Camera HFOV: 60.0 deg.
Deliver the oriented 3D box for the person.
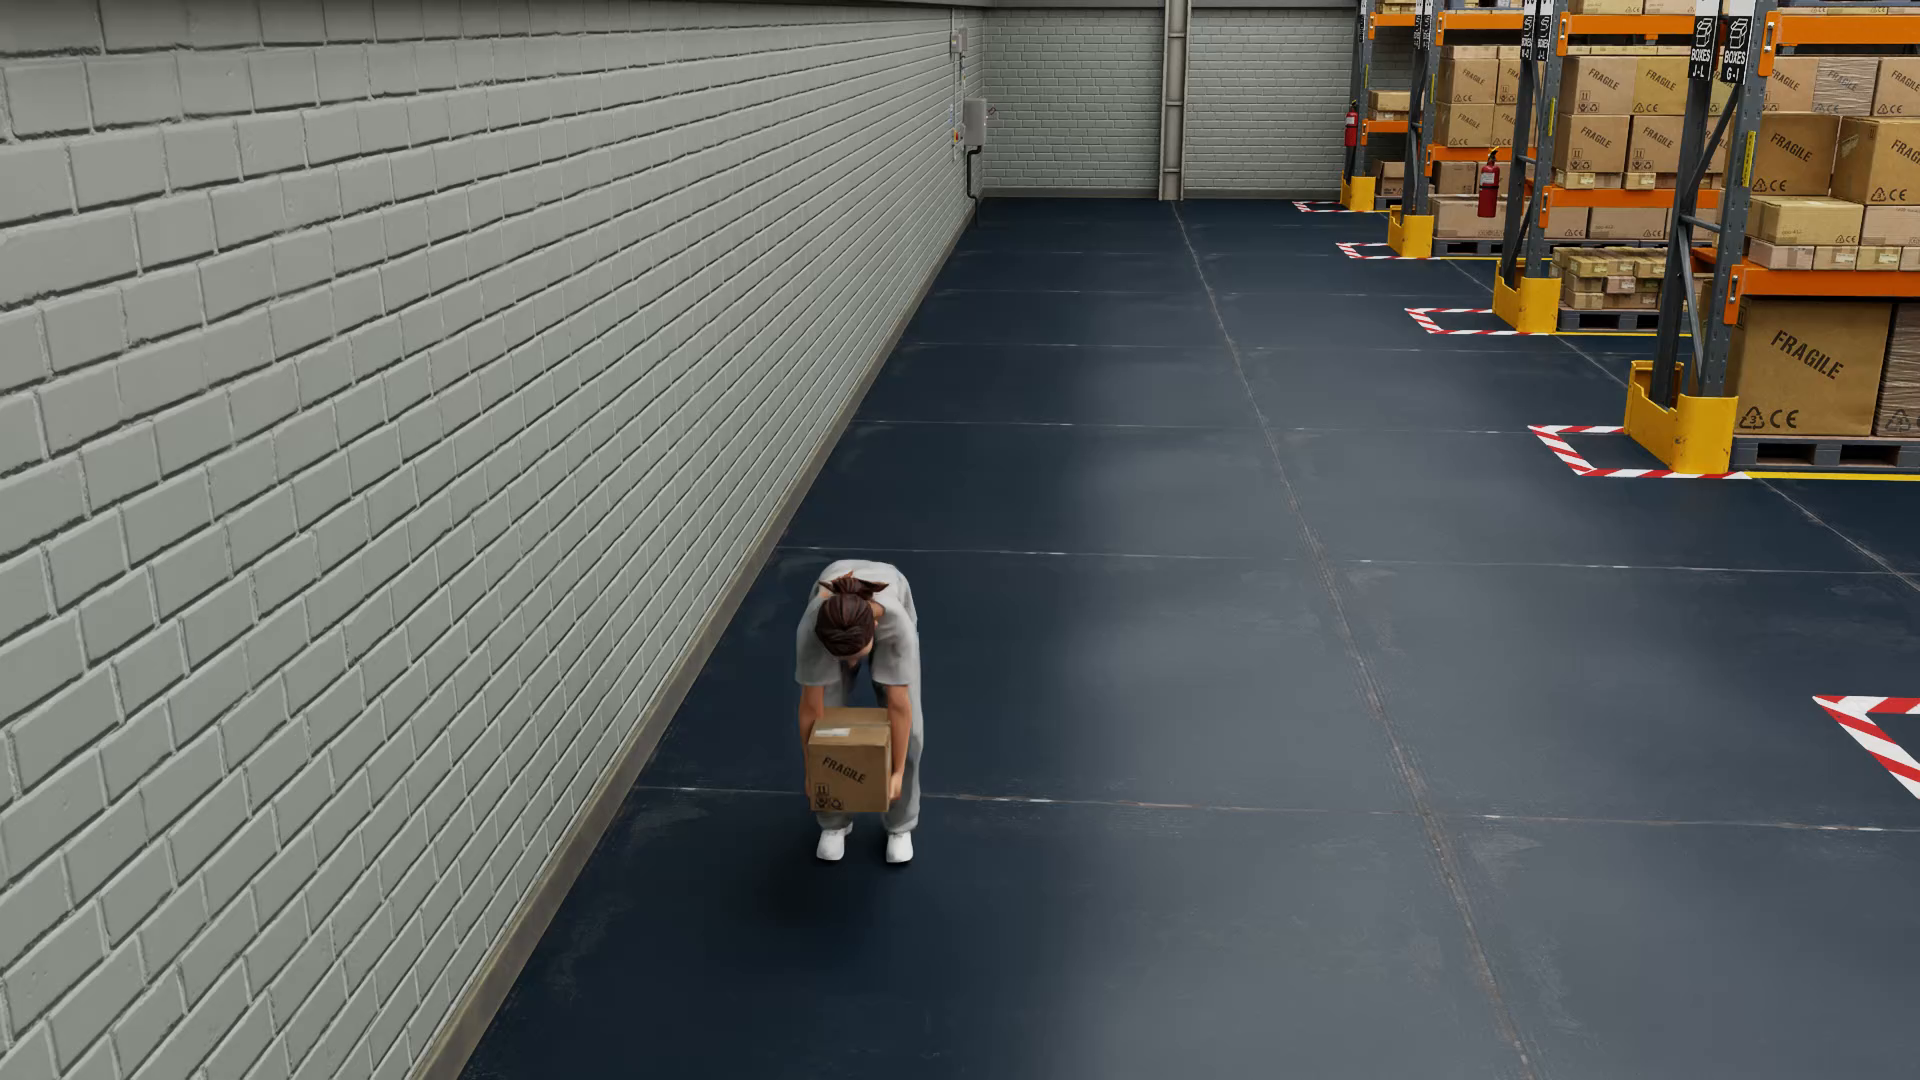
[{"bbox_3d":[-0.341,0.598,5.521,0.422,1.162,0.864,1,18,2],"label":"person"}]
